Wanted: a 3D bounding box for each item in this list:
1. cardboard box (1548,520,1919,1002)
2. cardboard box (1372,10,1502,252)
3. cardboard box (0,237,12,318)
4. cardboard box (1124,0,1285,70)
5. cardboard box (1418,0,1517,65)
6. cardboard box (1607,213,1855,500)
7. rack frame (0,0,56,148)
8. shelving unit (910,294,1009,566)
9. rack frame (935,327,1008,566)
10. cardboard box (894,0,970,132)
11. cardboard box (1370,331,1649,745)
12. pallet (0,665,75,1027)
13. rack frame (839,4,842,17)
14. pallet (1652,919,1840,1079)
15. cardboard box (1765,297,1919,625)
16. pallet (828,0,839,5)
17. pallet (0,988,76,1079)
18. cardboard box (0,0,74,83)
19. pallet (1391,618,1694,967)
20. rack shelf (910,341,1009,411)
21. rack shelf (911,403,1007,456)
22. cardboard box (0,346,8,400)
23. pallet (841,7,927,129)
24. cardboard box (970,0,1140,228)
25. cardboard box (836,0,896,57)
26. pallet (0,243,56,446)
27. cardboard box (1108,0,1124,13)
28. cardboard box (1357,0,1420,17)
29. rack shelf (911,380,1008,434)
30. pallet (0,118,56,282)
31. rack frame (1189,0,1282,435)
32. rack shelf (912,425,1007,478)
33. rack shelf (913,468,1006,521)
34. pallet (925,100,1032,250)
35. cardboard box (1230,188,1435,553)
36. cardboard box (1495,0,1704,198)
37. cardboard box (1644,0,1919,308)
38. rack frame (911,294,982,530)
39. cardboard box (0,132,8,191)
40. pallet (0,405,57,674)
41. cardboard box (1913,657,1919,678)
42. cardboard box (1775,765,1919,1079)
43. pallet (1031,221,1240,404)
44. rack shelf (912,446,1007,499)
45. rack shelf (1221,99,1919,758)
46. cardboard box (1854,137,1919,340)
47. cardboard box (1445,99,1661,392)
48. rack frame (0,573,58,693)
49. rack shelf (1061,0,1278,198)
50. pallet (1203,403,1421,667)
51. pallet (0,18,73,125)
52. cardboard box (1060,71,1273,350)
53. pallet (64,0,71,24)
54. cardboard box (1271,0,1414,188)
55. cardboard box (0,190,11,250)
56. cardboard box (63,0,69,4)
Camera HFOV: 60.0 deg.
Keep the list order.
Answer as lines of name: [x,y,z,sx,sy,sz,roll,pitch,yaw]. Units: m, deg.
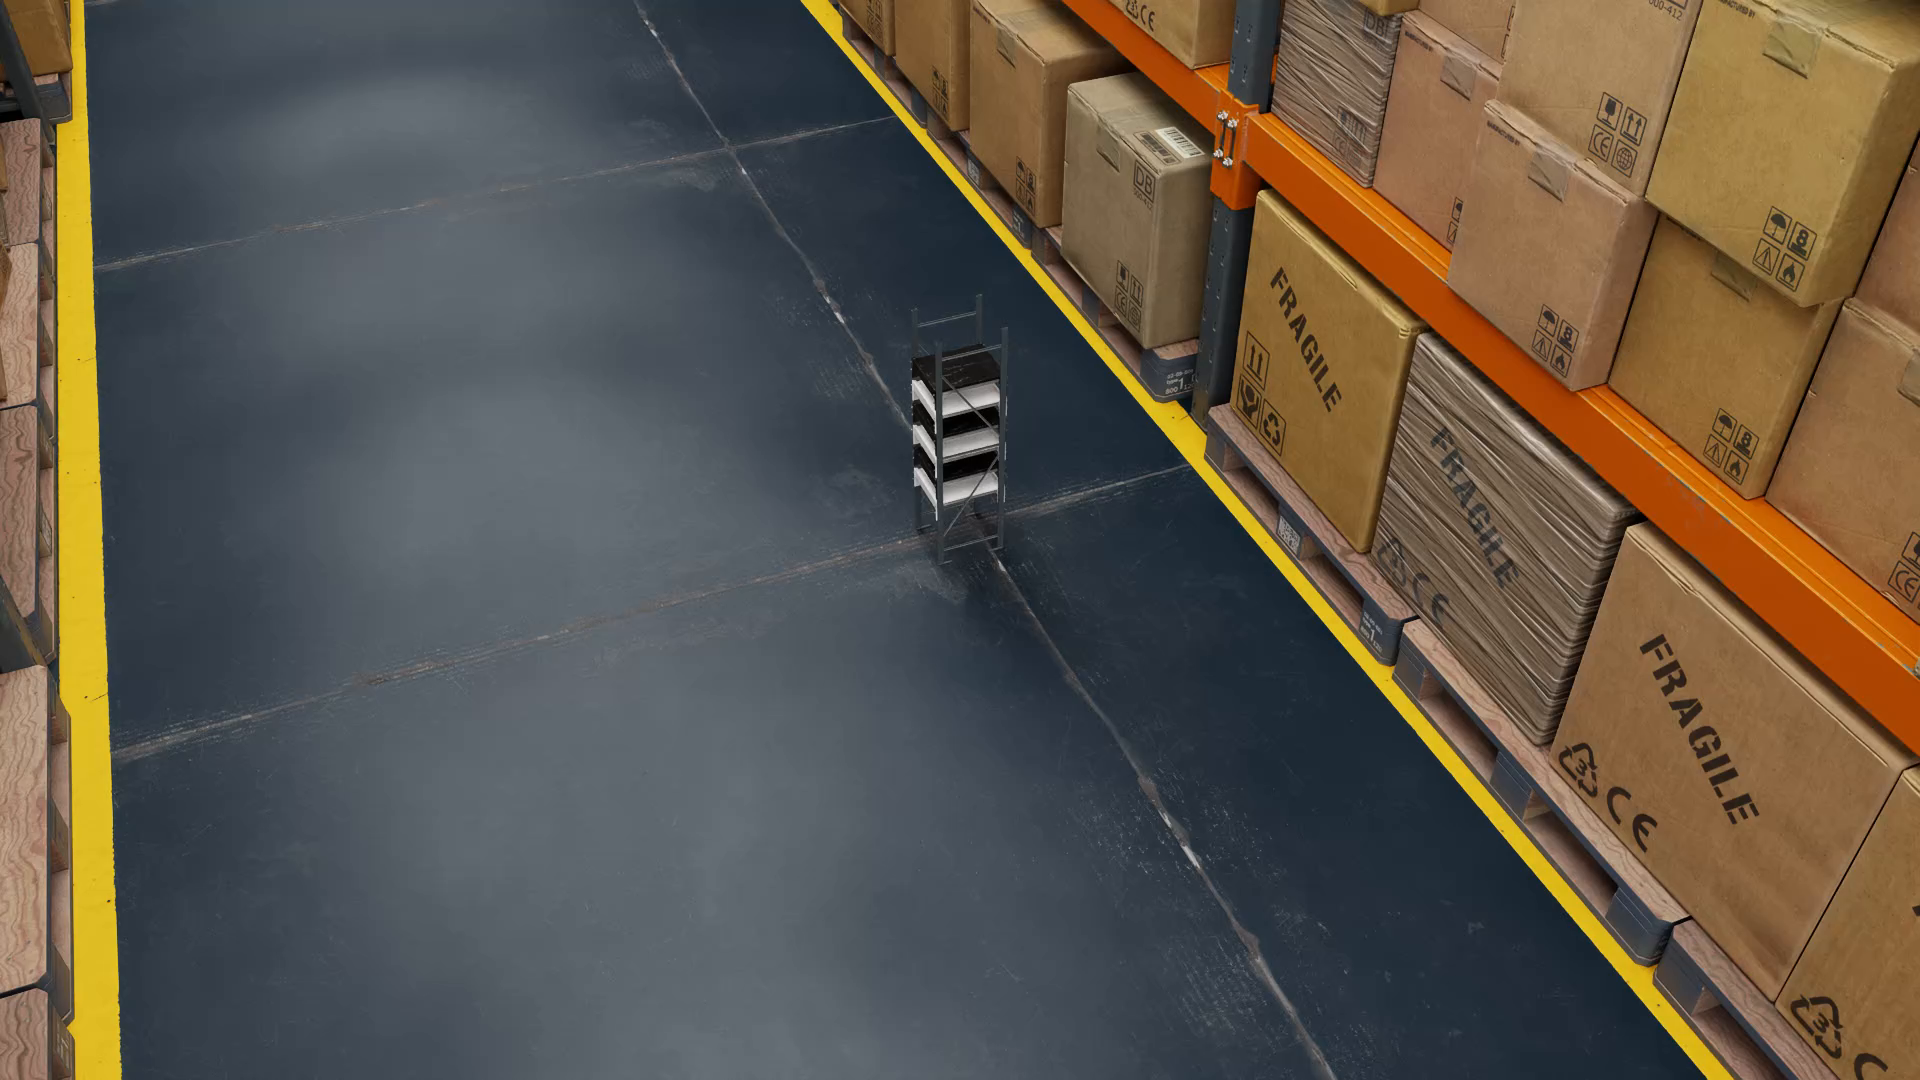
cardboard box: [2.226,0.442,4.243,0.875,0.875,0.875,-16,43,-18]
cardboard box: [1.738,-1.204,4.735,0.875,0.550,0.550,-15,43,-17]
cardboard box: [-4.075,-1.075,6.279,0.700,0.500,0.500,-12,42,-13]
cardboard box: [0.908,-1.978,5.673,0.500,0.500,0.500,-15,43,-17]
cardboard box: [1.781,-1.625,4.396,0.875,0.550,0.550,-15,43,-17]
cardboard box: [2.131,-0.555,3.980,0.875,0.550,0.500,-15,43,-17]
rack frame: [-4.797,-2.925,6.851,1.000,3.000,0.127,-15,43,-17]
shelving unit: [-0.003,-0.346,5.462,0.258,0.900,0.210,-15,43,-17]
rack frame: [0.036,-0.285,5.391,0.240,0.900,0.006,-15,43,-17]
cardboard box: [0.311,-2.493,7.752,1.050,0.750,0.750,-14,43,-16]
cardboard box: [1.879,-0.107,4.882,0.875,0.875,0.875,-15,43,-17]
pallet: [-2.977,0.937,4.498,1.003,0.211,1.213,-15,43,-17]
rack frame: [-0.176,-4.102,8.219,1.000,3.000,0.127,-15,43,-17]
pallet: [2.506,1.313,4.062,1.003,0.211,1.213,-15,43,-17]
cardboard box: [2.372,-0.246,3.621,0.875,0.550,0.550,-15,43,-17]
pallet: [-0.474,-3.516,9.676,1.003,0.211,1.213,-15,43,-17]
pallet: [-2.507,1.673,3.642,1.003,0.211,1.213,-15,43,-17]
cardboard box: [-5.042,-2.700,7.897,1.225,0.875,0.875,-17,44,-19]
pallet: [2.044,0.579,4.915,1.003,0.211,1.213,-15,43,-17]
rack shelf: [-0.003,-0.526,5.308,0.258,0.077,0.200,-15,43,-17]
rack shelf: [-0.003,-0.389,5.425,0.258,0.077,0.200,-15,43,-17]
cardboard box: [-3.862,-0.739,5.888,0.700,0.500,0.500,-19,44,-20]
pallet: [0.056,-2.551,8.554,1.003,0.211,1.213,-15,43,-17]
cardboard box: [0.668,-1.932,7.099,1.050,0.750,0.750,-15,43,-17]
cardboard box: [-0.026,-3.019,8.363,1.050,0.750,0.750,-16,43,-17]
pallet: [-4.037,-0.663,6.359,1.003,0.211,1.213,-15,43,-17]
cardboard box: [0.714,-2.282,6.027,0.500,0.500,0.500,-16,43,-17]
cardboard box: [1.464,-1.928,4.748,0.875,0.550,0.550,-15,43,-17]
rack shelf: [-0.003,-0.457,5.367,0.258,0.077,0.200,-15,43,-17]
pallet: [-4.500,-1.397,7.213,1.003,0.211,1.213,-15,43,-17]
rack frame: [1.354,-1.692,5.417,1.000,3.000,0.127,-15,43,-17]
rack shelf: [-0.003,-0.321,5.484,0.258,0.077,0.200,-15,43,-17]
rack shelf: [-0.003,-0.184,5.601,0.258,0.077,0.200,-15,43,-17]
pallet: [0.519,-1.817,7.701,1.003,0.211,1.213,-15,43,-17]
cardboard box: [1.530,-0.650,5.512,0.875,0.875,0.875,-14,43,-16]
cardboard box: [1.861,-1.266,3.978,0.875,0.550,0.550,-15,43,-17]
cardboard box: [2.071,-0.949,3.609,0.875,0.550,0.500,-15,43,-17]
rack frame: [-0.042,-0.407,5.534,0.240,0.900,0.006,-15,43,-17]
cardboard box: [-4.523,-1.746,7.059,0.700,0.500,0.500,-17,44,-19]
pallet: [-3.566,0.073,5.503,1.003,0.211,1.213,-15,43,-17]
cardboard box: [2.470,0.122,3.192,0.875,0.550,0.550,-15,43,-17]
cardboard box: [2.564,0.972,3.627,0.875,0.875,0.875,-15,43,-17]
pallet: [0.989,-1.081,6.845,1.003,0.211,1.213,-15,43,-17]
rack shelf: [-0.003,-0.253,5.543,0.258,0.077,0.200,-15,43,-17]
rack shelf: [2.119,-0.215,4.251,1.077,0.370,4.000,-15,43,-17]
cardboard box: [2.394,-0.662,3.276,0.875,0.550,0.550,-15,43,-17]
cardboard box: [1.836,-0.850,4.322,0.875,0.550,0.550,-15,43,-17]
rack frame: [-3.267,-0.516,4.049,1.000,3.000,0.127,-15,43,-17]
rack shelf: [0.589,-2.624,7.053,1.077,0.370,4.000,-15,43,-17]
pallet: [1.573,-0.157,5.771,1.003,0.211,1.213,-15,43,-17]
pallet: [-5.030,-2.362,8.335,1.003,0.211,1.213,-15,43,-17]
cardboard box: [1.034,-1.350,6.423,1.050,0.750,0.750,-15,43,-17]
pallet: [-5.492,-3.096,9.188,1.003,0.211,1.213,-15,43,-17]
cardboard box: [1.506,-1.530,5.113,0.875,0.550,0.550,-15,43,-17]
cardboard box: [-4.299,-1.415,6.674,0.700,0.500,0.500,-19,44,-20]
cardboard box: [-5.376,-3.239,8.523,1.225,0.875,0.875,-15,43,-17]
